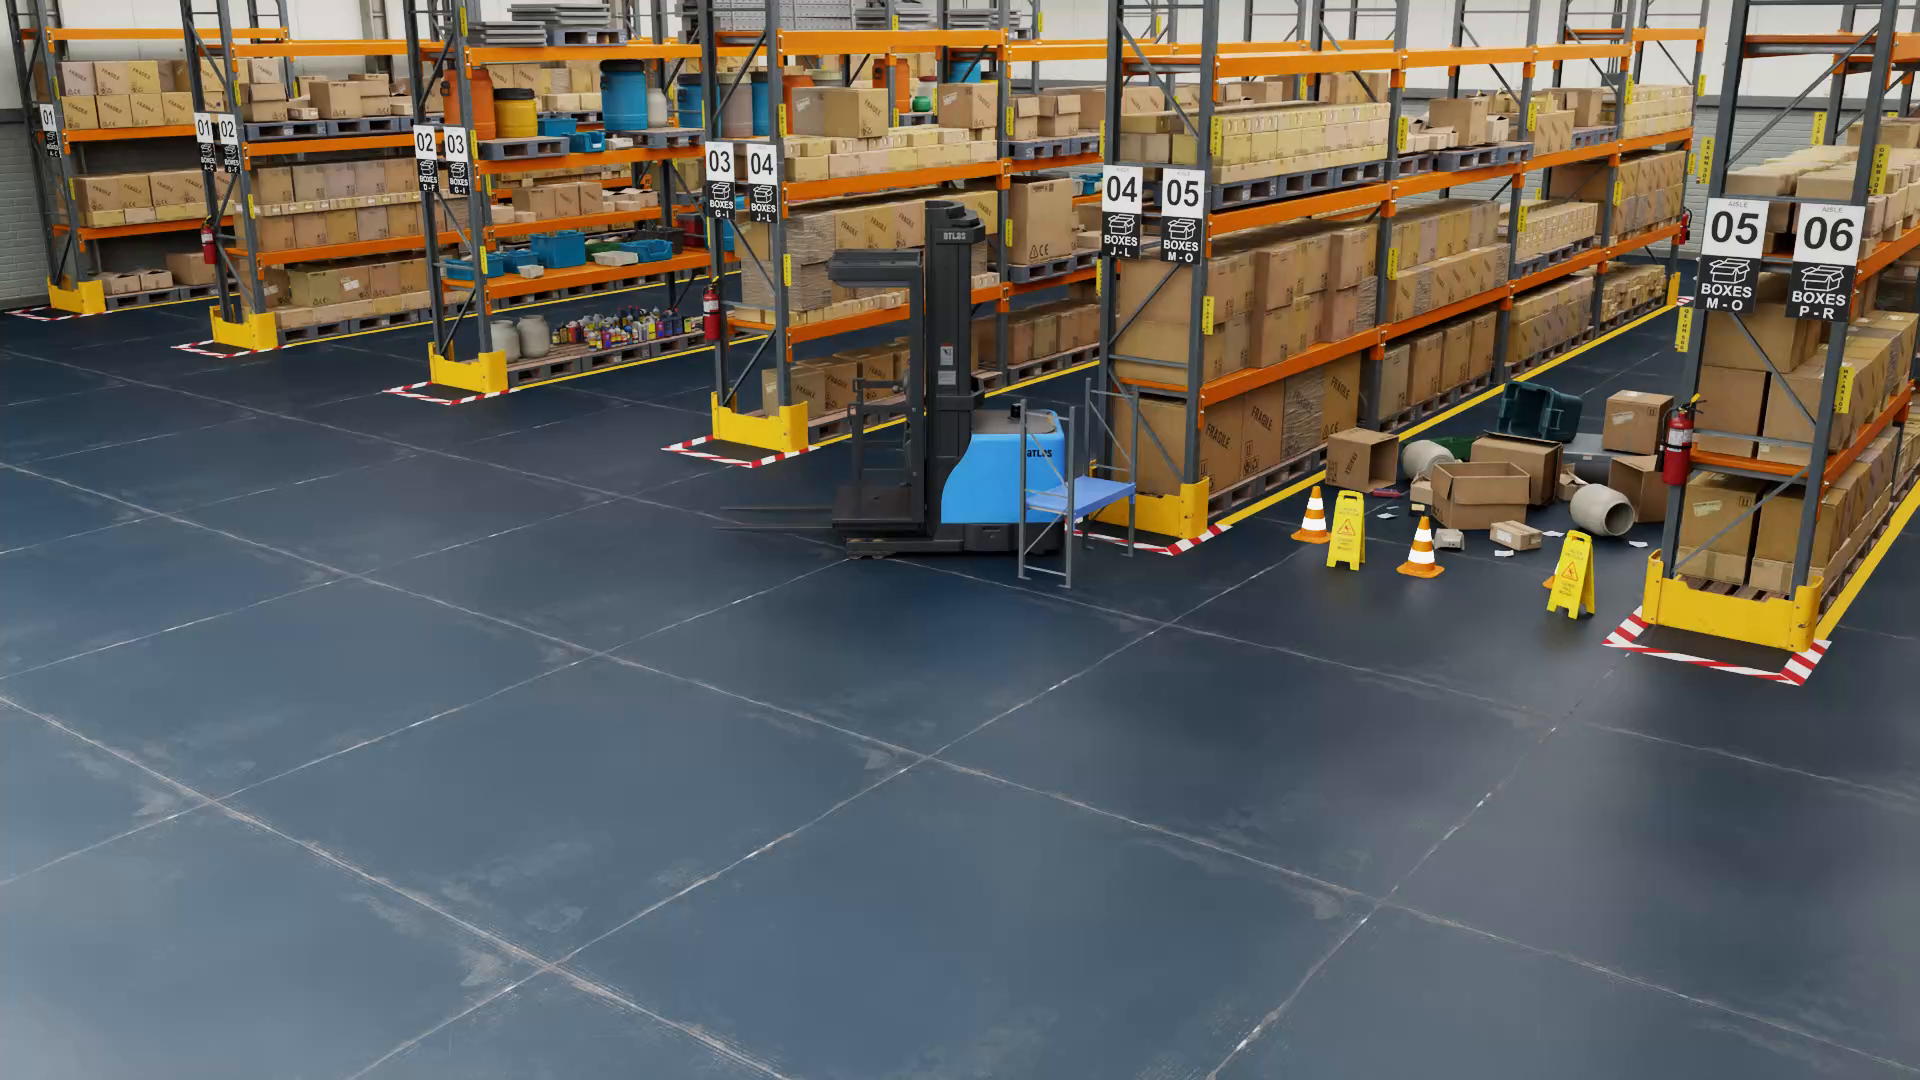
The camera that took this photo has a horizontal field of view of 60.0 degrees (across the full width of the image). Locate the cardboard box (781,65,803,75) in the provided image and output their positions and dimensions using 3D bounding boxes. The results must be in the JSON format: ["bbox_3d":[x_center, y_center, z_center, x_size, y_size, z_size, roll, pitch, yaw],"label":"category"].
[{"bbox_3d":[-3.393,-8.714,31.643,0.600,0.600,0.600,10,20,30],"label":"cardboard box"}]

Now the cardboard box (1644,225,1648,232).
[{"bbox_3d":[10.421,-4.854,25.741,0.380,0.149,0.250,11,21,32],"label":"cardboard box"}]

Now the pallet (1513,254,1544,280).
[{"bbox_3d":[6.799,-3.584,21.552,1.213,0.211,1.003,12,21,35],"label":"pallet"}]

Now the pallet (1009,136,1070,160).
[{"bbox_3d":[0.607,-4.906,20.744,1.213,0.211,1.003,12,21,35],"label":"pallet"}]

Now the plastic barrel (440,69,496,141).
[{"bbox_3d":[-6.020,-5.334,20.373,0.600,0.830,0.708,12,21,35],"label":"plastic barrel"}]

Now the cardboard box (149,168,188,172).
[{"bbox_3d":[-13.141,-5.916,27.692,0.500,0.500,0.500,13,21,35],"label":"cardboard box"}]

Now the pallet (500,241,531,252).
[{"bbox_3d":[-8.867,-5.857,33.247,1.003,0.211,1.213,12,21,35],"label":"pallet"}]

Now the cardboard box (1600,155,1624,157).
[{"bbox_3d":[9.822,-5.637,25.482,0.500,0.500,0.500,12,21,33],"label":"cardboard box"}]

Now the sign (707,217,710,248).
[{"bbox_3d":[-2.663,-3.289,17.793,0.100,0.325,0.005,12,21,35],"label":"sign"}]

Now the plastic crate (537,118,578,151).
[{"bbox_3d":[-5.313,-5.290,21.690,0.392,0.384,0.575,12,21,35],"label":"plastic crate"}]

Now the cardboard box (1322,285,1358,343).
[{"bbox_3d":[3.557,-2.381,17.102,0.875,0.550,0.550,12,21,35],"label":"cardboard box"}]

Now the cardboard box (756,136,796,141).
[{"bbox_3d":[-1.991,-4.281,17.994,0.380,0.149,0.250,11,21,32],"label":"cardboard box"}]

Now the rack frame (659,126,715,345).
[{"bbox_3d":[-3.824,-4.311,23.567,1.000,3.000,0.127,12,21,35],"label":"rack frame"}]

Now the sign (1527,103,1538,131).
[{"bbox_3d":[6.901,-5.105,20.061,0.100,0.325,0.005,12,21,35],"label":"sign"}]

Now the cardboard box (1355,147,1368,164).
[{"bbox_3d":[3.814,-3.830,16.510,0.380,0.149,0.250,13,21,35],"label":"cardboard box"}]

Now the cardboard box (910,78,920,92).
[{"bbox_3d":[-1.049,-9.358,34.172,0.500,0.250,0.500,12,21,35],"label":"cardboard box"}]

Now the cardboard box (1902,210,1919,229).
[{"bbox_3d":[7.545,-2.625,13.505,0.380,0.149,0.250,13,22,36],"label":"cardboard box"}]

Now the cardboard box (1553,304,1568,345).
[{"bbox_3d":[7.990,-2.983,22.797,0.500,0.500,0.500,12,21,34],"label":"cardboard box"}]

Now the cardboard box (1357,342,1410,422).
[{"bbox_3d":[4.375,-1.825,18.647,1.050,0.750,0.750,12,21,34],"label":"cardboard box"}]

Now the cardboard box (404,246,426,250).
[{"bbox_3d":[-10.458,-5.624,31.269,0.700,0.500,0.500,12,21,34],"label":"cardboard box"}]

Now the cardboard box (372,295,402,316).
[{"bbox_3d":[-8.790,-3.567,25.100,0.500,0.250,0.500,12,21,35],"label":"cardboard box"}]

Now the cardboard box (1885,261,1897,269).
[{"bbox_3d":[8.810,-2.465,16.246,0.500,0.500,0.500,13,22,37],"label":"cardboard box"}]

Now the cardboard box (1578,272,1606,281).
[{"bbox_3d":[9.801,-4.058,25.848,0.380,0.149,0.250,12,21,35],"label":"cardboard box"}]

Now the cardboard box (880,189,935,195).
[{"bbox_3d":[-0.615,-3.921,19.956,0.500,0.500,0.500,12,21,35],"label":"cardboard box"}]

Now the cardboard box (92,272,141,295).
[{"bbox_3d":[-13.679,-4.183,26.949,0.500,0.311,0.500,10,20,29],"label":"cardboard box"}]

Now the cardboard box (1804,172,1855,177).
[{"bbox_3d":[6.242,-2.536,11.874,0.380,0.149,0.250,12,21,34],"label":"cardboard box"}]

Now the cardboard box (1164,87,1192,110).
[{"bbox_3d":[2.843,-6.228,23.803,0.797,0.503,0.637,14,22,38],"label":"cardboard box"}]

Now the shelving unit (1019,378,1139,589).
[{"bbox_3d":[0.989,-0.491,13.796,0.538,1.500,1.048,12,21,33],"label":"shelving unit"}]

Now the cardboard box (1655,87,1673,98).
[{"bbox_3d":[10.617,-6.817,25.319,0.380,0.149,0.250,12,21,33],"label":"cardboard box"}]

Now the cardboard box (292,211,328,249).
[{"bbox_3d":[-9.586,-4.517,24.062,0.700,0.500,0.500,13,22,36],"label":"cardboard box"}]

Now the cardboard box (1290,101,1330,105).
[{"bbox_3d":[3.587,-4.450,17.160,0.380,0.149,0.250,13,21,35],"label":"cardboard box"}]

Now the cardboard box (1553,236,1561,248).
[{"bbox_3d":[7.833,-4.017,22.336,0.380,0.149,0.250,12,21,33],"label":"cardboard box"}]

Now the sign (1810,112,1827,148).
[{"bbox_3d":[7.665,-3.649,14.842,0.100,0.325,0.005,12,21,35],"label":"sign"}]

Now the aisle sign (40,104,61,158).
[{"bbox_3d":[-13.966,-6.280,25.525,0.394,0.787,0.004,12,21,35],"label":"aisle sign"}]

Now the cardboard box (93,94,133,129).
[{"bbox_3d":[-13.415,-6.755,26.179,0.500,0.500,0.500,14,22,38],"label":"cardboard box"}]

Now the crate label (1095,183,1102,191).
[{"bbox_3d":[2.655,-6.708,31.631,0.396,0.136,0.243,12,21,35],"label":"crate label"}]

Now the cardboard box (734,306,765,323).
[{"bbox_3d":[-2.226,-2.467,18.054,0.380,0.149,0.250,12,21,35],"label":"cardboard box"}]

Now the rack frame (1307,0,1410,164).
[{"bbox_3d":[4.077,-5.400,16.959,1.000,3.000,0.127,12,21,35],"label":"rack frame"}]

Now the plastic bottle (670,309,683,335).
[{"bbox_3d":[-3.976,-3.051,23.236,0.144,0.351,0.185,12,21,33],"label":"plastic bottle"}]

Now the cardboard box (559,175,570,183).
[{"bbox_3d":[-8.110,-7.308,33.610,0.380,0.149,0.250,13,21,35],"label":"cardboard box"}]

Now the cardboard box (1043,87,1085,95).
[{"bbox_3d":[1.451,-5.799,22.292,0.500,0.500,0.500,12,21,33],"label":"cardboard box"}]

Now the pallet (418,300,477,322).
[{"bbox_3d":[-8.307,-3.673,26.216,1.003,0.211,1.213,12,21,35],"label":"pallet"}]

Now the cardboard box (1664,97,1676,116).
[{"bbox_3d":[10.546,-6.594,25.273,0.500,0.250,0.500,13,21,35],"label":"cardboard box"}]

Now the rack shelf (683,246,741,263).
[{"bbox_3d":[-2.632,-4.443,25.207,1.077,0.370,4.000,12,21,35],"label":"rack shelf"}]

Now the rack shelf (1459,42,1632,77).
[{"bbox_3d":[7.652,-6.294,21.727,1.077,0.370,4.000,12,21,35],"label":"rack shelf"}]

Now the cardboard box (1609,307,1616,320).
[{"bbox_3d":[9.477,-3.373,24.645,0.380,0.149,0.250,13,22,36],"label":"cardboard box"}]

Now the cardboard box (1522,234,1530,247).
[{"bbox_3d":[7.069,-3.855,21.313,0.380,0.149,0.250,14,22,37],"label":"cardboard box"}]

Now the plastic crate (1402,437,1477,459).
[{"bbox_3d":[5.025,-0.946,17.378,0.662,0.188,0.450,-7,9,-22],"label":"plastic crate"}]

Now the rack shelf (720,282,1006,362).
[{"bbox_3d":[-1.038,-2.615,19.321,1.077,0.370,4.000,12,21,35],"label":"rack shelf"}]

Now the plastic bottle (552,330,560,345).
[{"bbox_3d":[-5.465,-2.746,22.507,0.097,0.201,0.097,0,17,0],"label":"plastic bottle"}]

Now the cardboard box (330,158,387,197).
[{"bbox_3d":[-8.956,-5.389,24.682,0.700,0.500,0.500,12,21,35],"label":"cardboard box"}]

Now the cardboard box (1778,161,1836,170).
[{"bbox_3d":[6.536,-2.842,12.859,0.380,0.149,0.250,12,21,33],"label":"cardboard box"}]

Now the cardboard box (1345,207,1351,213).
[{"bbox_3d":[6.445,-5.666,28.356,0.380,0.149,0.250,13,21,36],"label":"cardboard box"}]

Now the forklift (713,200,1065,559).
[{"bbox_3d":[-0.622,-1.397,14.299,3.031,2.935,1.130,0,17,-1],"label":"forklift"}]

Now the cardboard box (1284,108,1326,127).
[{"bbox_3d":[3.210,-3.971,15.619,0.380,0.149,0.250,13,21,35],"label":"cardboard box"}]

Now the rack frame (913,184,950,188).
[{"bbox_3d":[-0.650,-8.045,35.592,1.000,3.000,0.127,12,21,35],"label":"rack frame"}]

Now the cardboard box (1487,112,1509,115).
[{"bbox_3d":[6.596,-5.149,21.039,0.500,0.500,0.500,12,21,35],"label":"cardboard box"}]

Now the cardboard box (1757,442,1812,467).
[{"bbox_3d":[6.098,-0.656,12.221,0.380,0.149,0.250,13,21,35],"label":"cardboard box"}]
